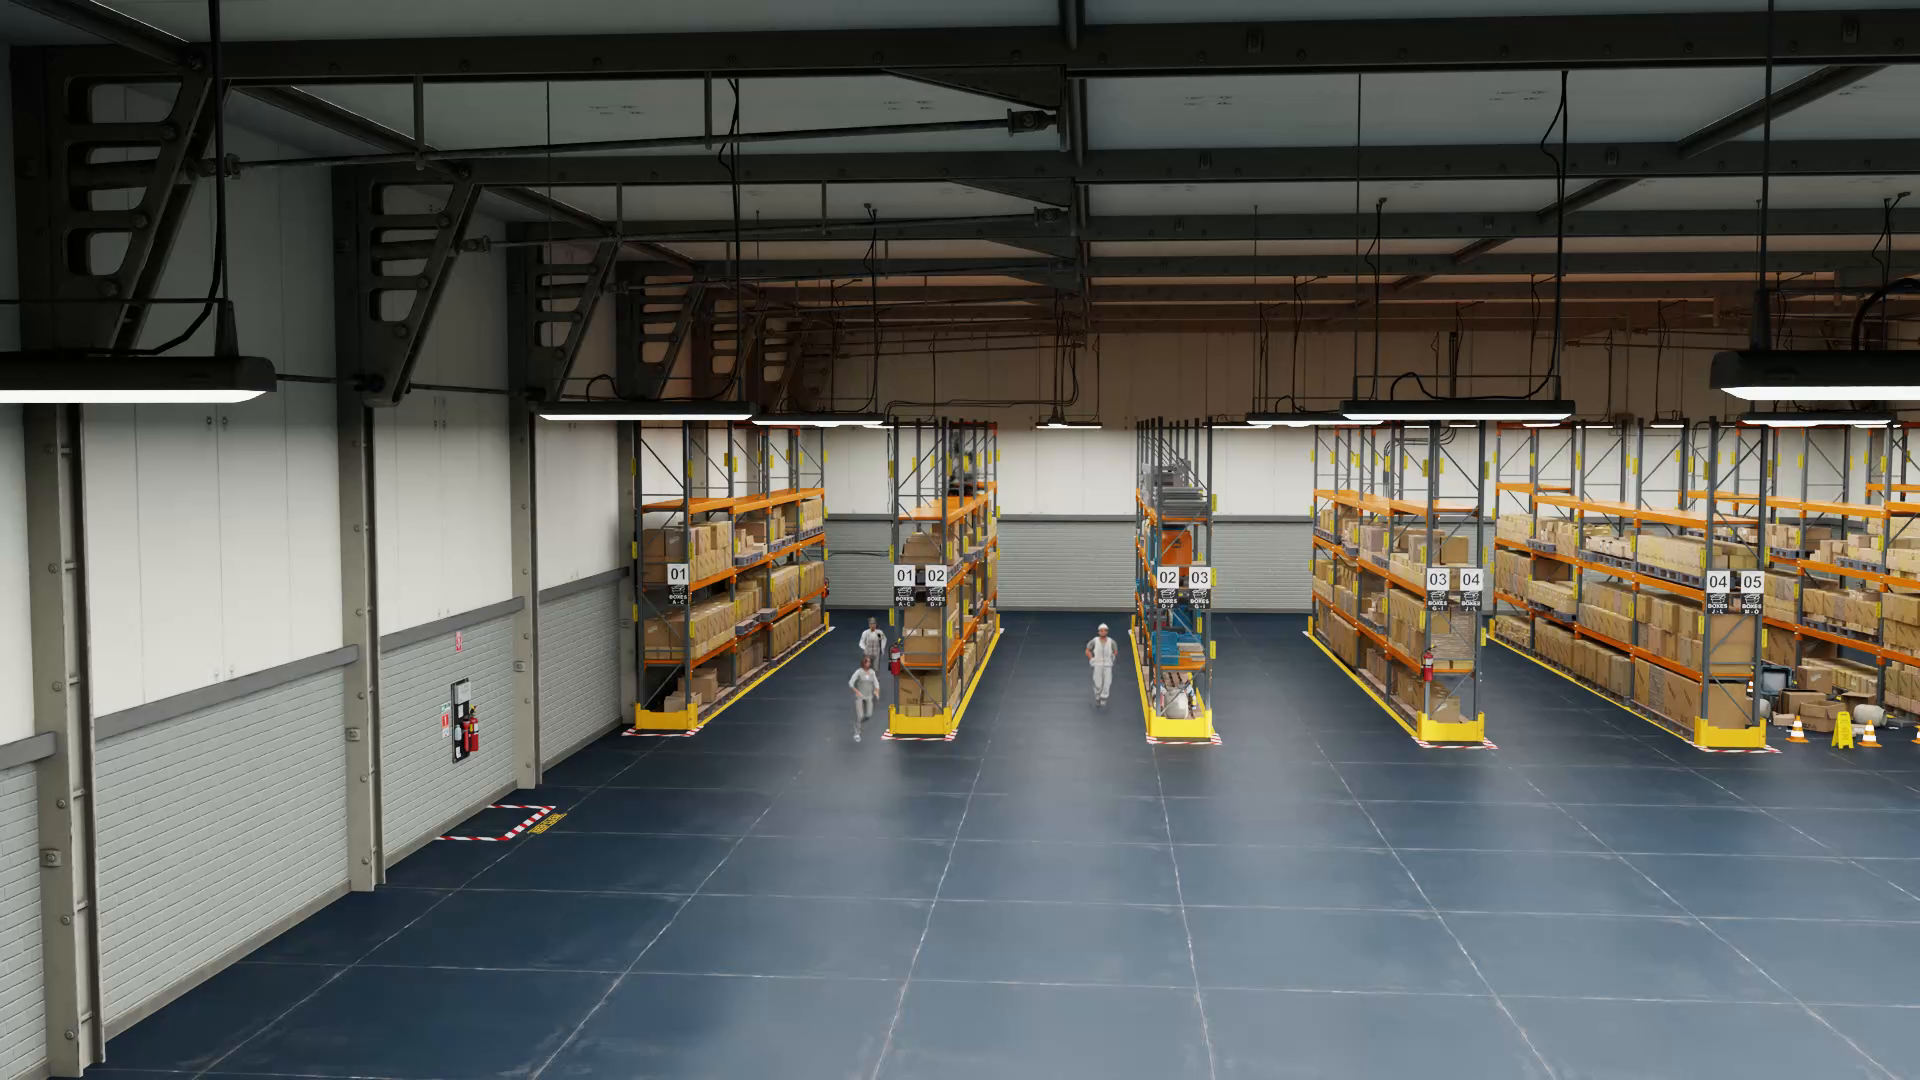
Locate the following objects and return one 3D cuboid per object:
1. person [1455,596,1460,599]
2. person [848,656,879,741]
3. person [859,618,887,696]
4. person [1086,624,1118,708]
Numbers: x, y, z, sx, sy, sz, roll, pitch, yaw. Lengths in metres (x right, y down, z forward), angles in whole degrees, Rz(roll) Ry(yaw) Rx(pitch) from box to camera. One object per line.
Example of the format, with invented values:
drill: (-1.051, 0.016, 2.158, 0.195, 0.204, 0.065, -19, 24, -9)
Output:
person: (13.835, 1.819, 47.000, 0.607, 1.719, 0.766, -2, 4, -26)
person: (-1.764, 2.944, 30.846, 0.614, 1.553, 0.472, -2, 4, -23)
person: (-1.892, 2.512, 36.323, 0.530, 1.681, 0.870, 0, 4, -4)
person: (2.933, 2.606, 34.159, 0.644, 1.741, 0.581, 0, 4, -2)
